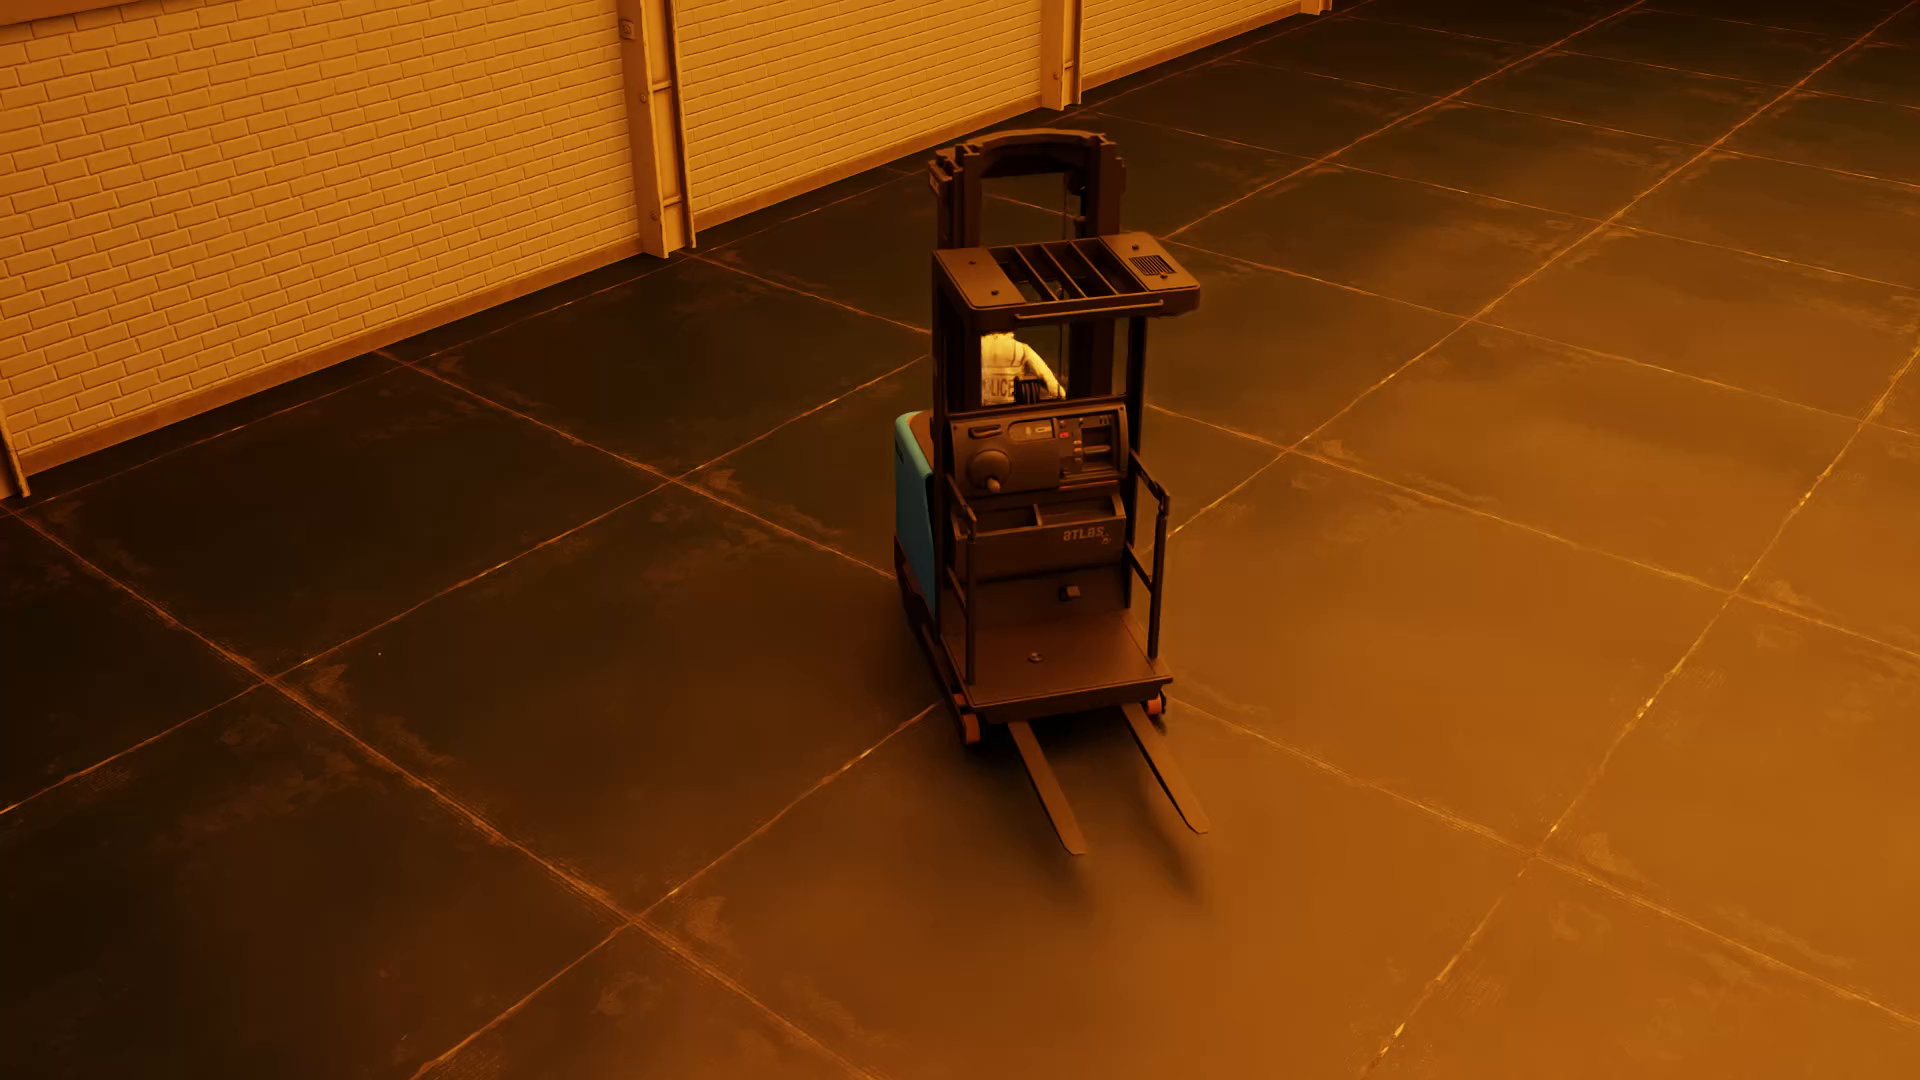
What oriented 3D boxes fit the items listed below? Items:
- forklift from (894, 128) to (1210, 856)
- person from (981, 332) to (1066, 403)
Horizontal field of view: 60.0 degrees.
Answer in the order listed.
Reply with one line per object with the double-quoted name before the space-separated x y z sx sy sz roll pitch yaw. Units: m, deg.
"forklift" 0.465 -0.414 8.303 1.130 2.935 3.031 -7 31 -12
"person" 0.342 -0.921 10.710 0.910 1.425 1.106 12 33 20
